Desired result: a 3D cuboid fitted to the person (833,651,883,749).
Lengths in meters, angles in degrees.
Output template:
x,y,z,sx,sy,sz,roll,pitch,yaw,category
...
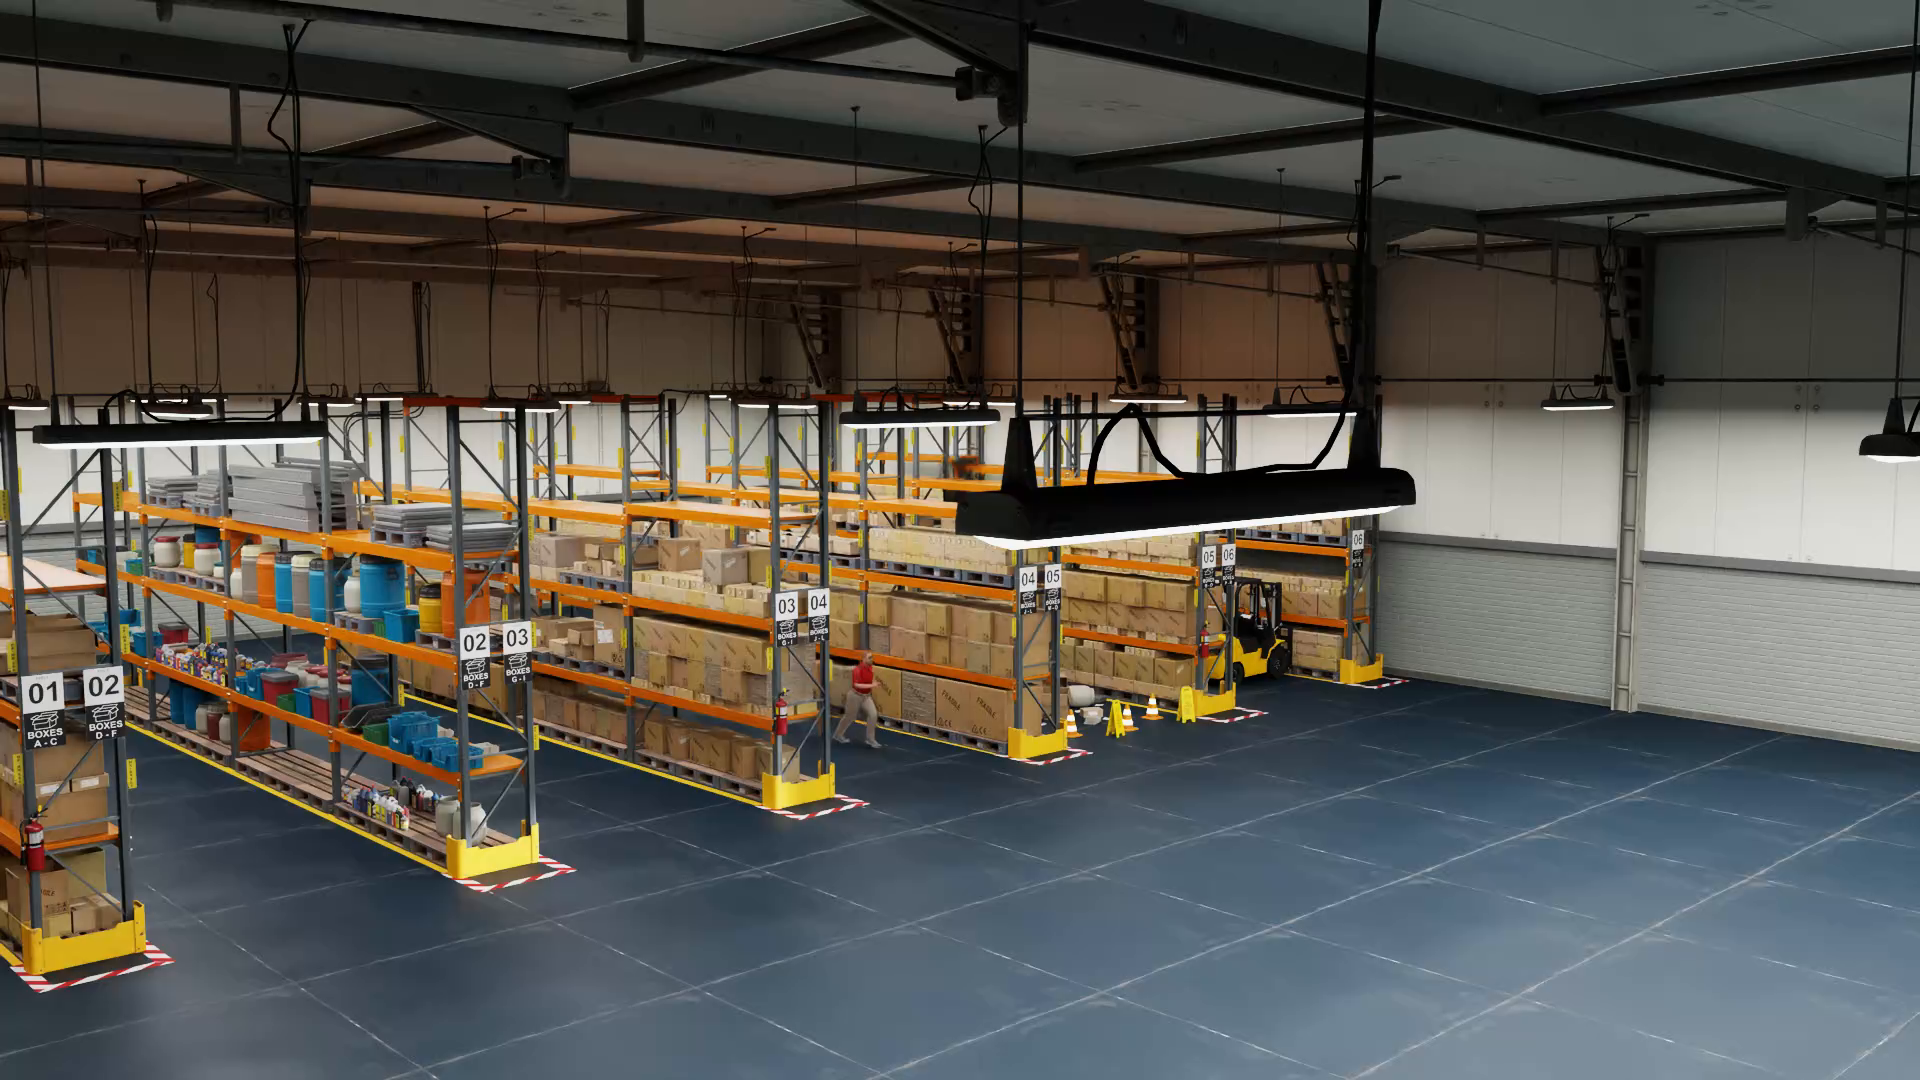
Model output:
x,y,z,sx,sy,sz,roll,pitch,yaw,category
-1.723,2.734,28.590,0.975,1.706,0.667,4,7,34,person
